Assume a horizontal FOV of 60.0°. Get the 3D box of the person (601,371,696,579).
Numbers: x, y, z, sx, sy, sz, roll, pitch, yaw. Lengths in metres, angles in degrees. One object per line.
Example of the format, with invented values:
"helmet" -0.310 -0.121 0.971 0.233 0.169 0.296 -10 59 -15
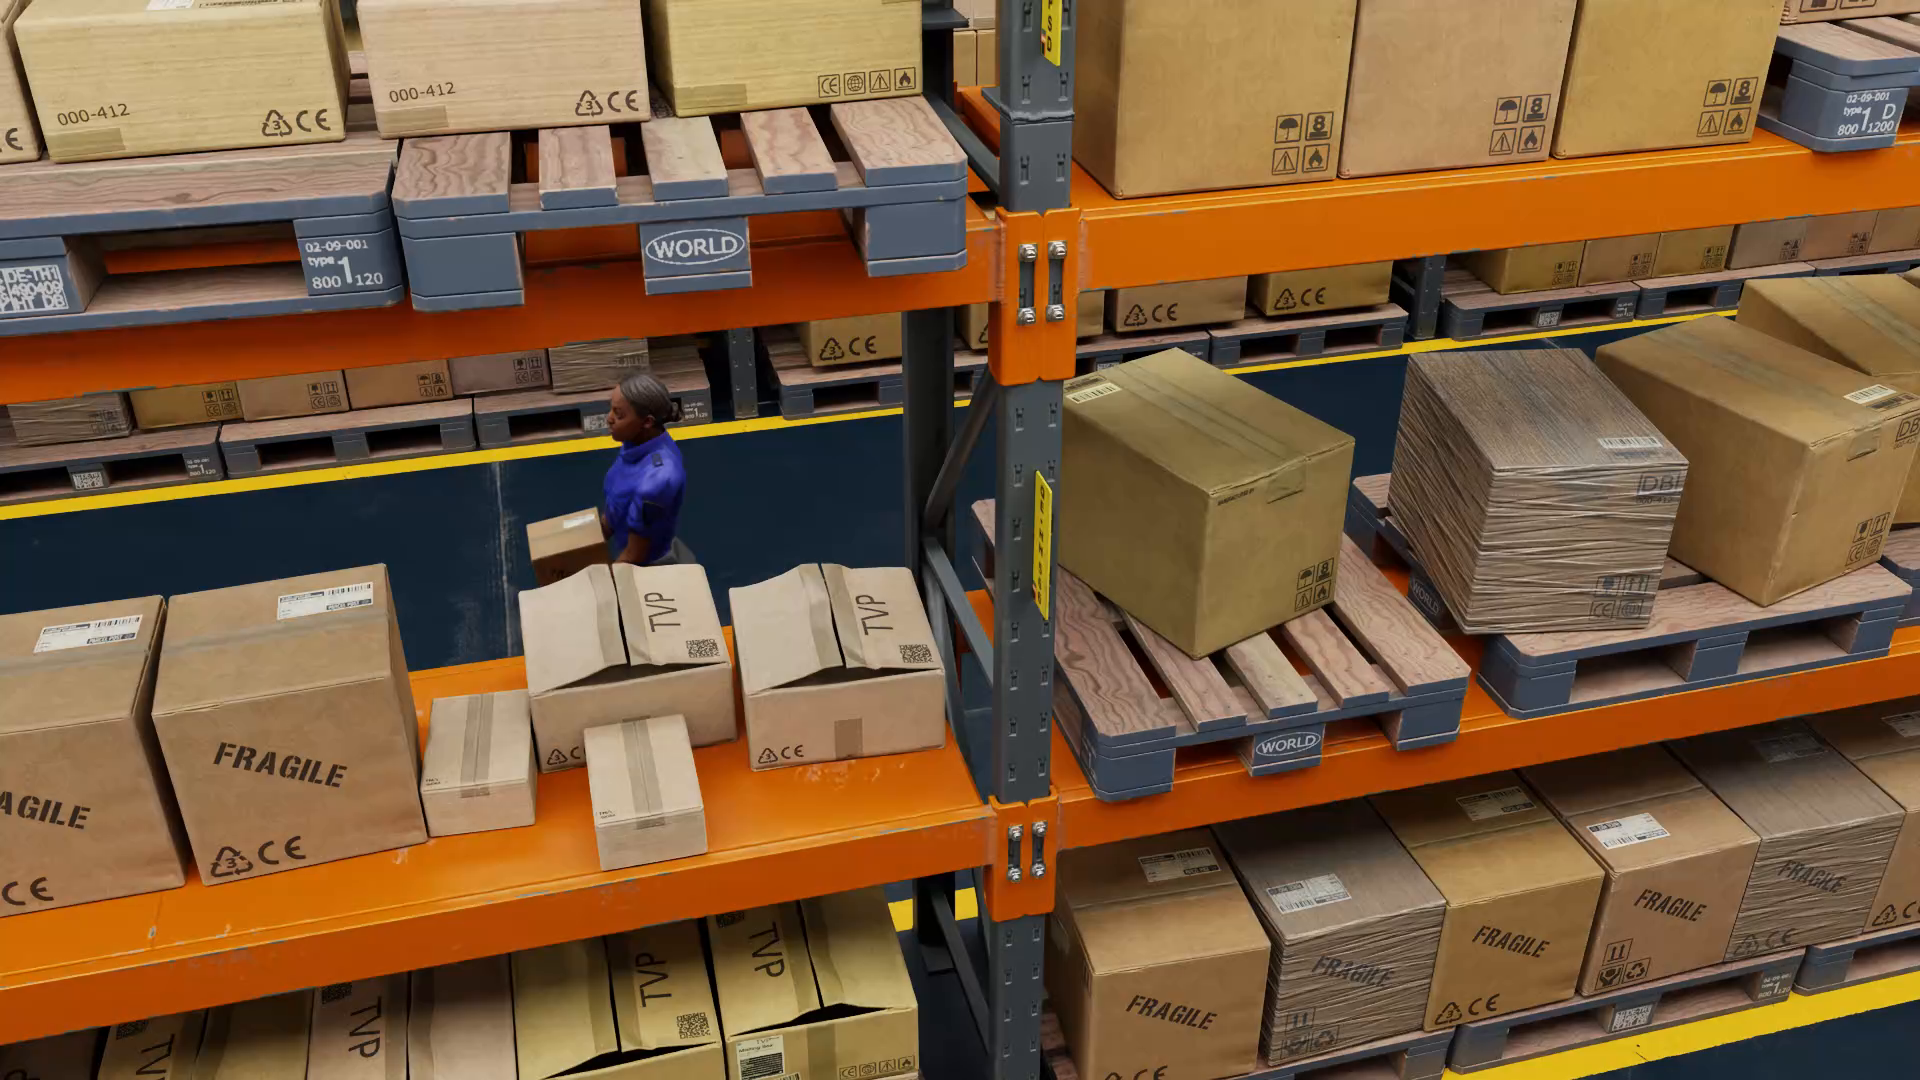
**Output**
"person" -1.160 0.183 5.833 0.504 1.656 0.435 -9 32 -14
